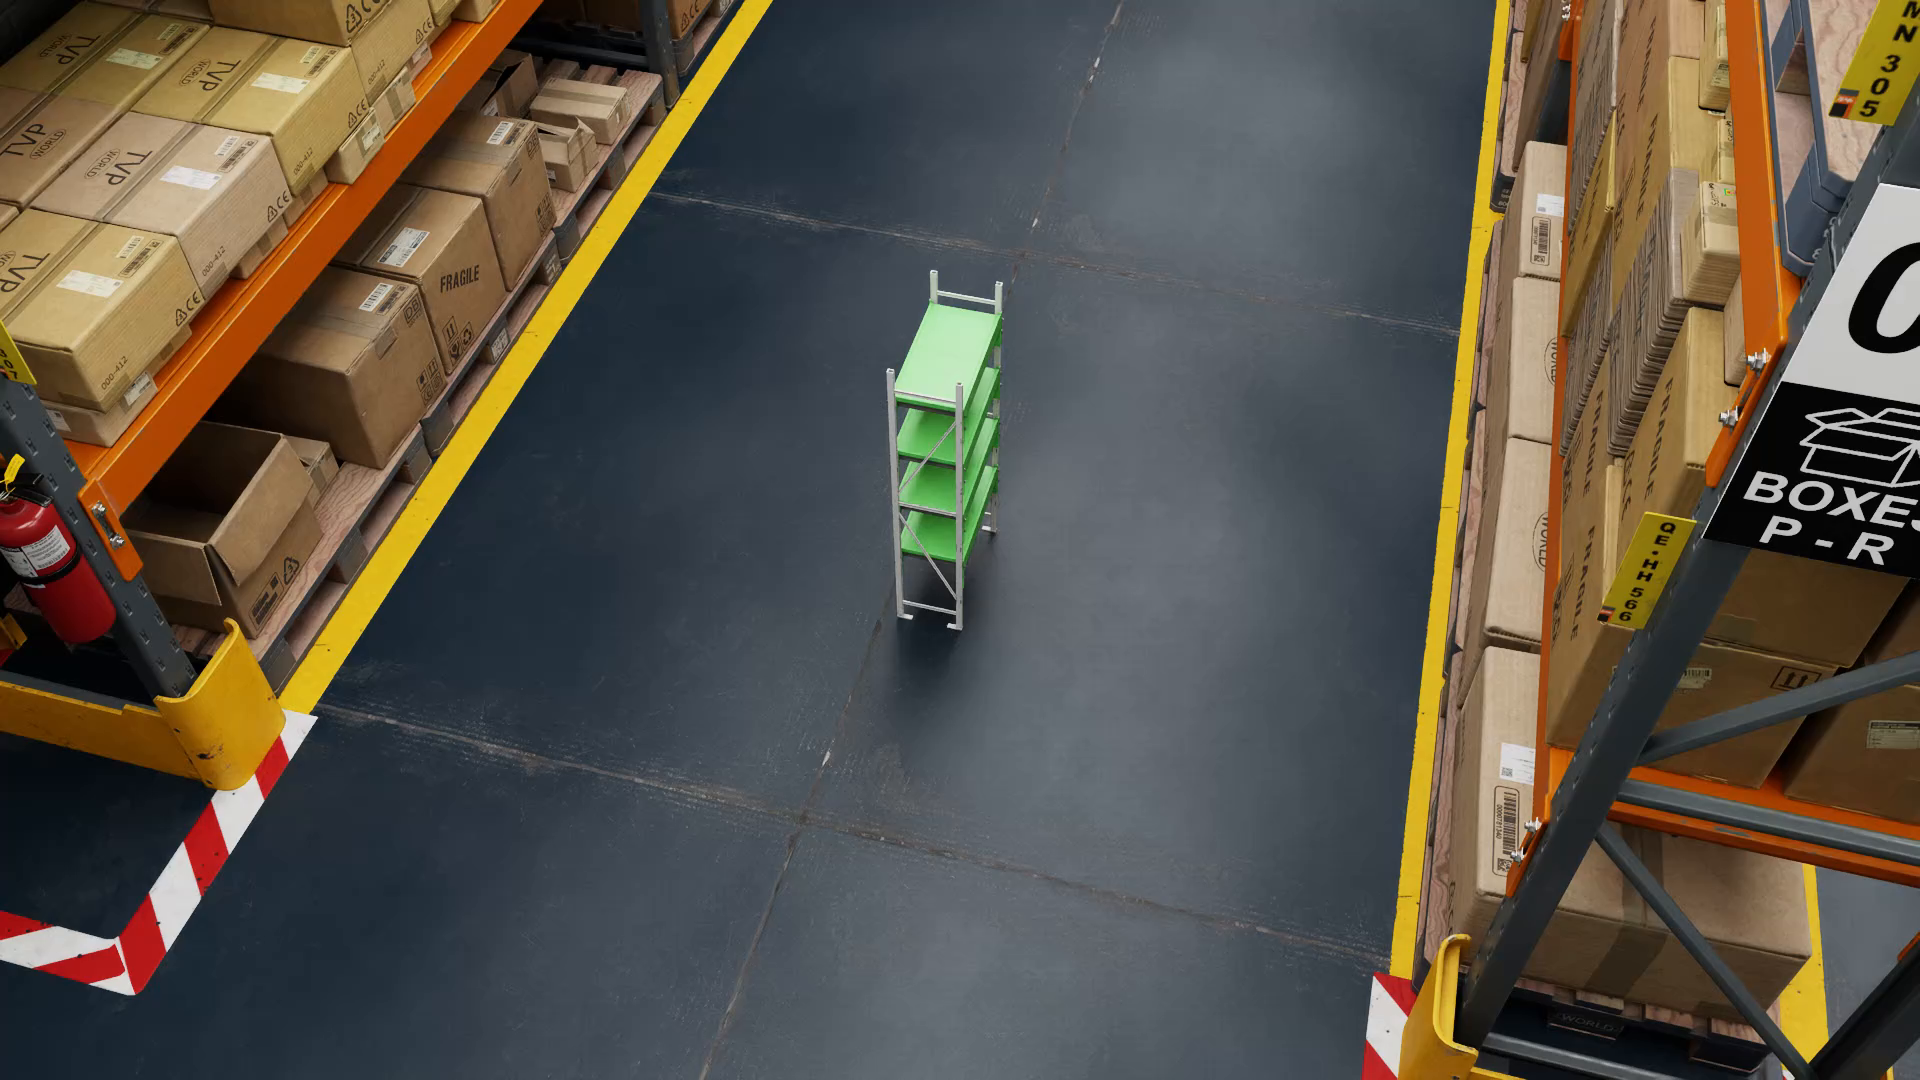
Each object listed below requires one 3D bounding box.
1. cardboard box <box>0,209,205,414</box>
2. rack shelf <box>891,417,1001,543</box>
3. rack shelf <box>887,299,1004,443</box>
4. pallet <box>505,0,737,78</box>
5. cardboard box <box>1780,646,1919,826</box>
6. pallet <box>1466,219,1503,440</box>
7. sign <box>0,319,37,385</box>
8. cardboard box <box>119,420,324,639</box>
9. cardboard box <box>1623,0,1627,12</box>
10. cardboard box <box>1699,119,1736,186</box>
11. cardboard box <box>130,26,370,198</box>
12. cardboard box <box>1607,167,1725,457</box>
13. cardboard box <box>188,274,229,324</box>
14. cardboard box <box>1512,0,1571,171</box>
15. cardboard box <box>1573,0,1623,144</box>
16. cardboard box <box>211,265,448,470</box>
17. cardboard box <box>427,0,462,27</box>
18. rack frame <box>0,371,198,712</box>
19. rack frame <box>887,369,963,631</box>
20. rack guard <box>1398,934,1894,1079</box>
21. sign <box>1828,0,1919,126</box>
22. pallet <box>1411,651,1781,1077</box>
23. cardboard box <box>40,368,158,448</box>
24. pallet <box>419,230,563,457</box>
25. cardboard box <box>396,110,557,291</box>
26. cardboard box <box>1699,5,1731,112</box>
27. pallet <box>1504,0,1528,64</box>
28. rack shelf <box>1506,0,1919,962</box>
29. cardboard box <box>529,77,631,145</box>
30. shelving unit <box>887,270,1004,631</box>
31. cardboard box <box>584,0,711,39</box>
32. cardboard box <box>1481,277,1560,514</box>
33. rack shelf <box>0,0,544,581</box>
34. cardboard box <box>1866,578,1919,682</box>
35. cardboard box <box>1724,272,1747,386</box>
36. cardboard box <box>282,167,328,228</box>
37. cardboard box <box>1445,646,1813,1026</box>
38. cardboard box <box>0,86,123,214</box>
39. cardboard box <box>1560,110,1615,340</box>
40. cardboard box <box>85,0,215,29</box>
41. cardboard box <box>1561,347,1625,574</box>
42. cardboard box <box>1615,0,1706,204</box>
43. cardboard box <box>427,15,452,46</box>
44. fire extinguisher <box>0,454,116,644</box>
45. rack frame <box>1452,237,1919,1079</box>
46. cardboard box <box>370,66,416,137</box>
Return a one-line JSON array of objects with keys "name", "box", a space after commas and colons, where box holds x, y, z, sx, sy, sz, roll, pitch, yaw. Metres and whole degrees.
[{"name": "cardboard box", "box": [-2.545, -0.657, 4.731, 0.500, 0.250, 0.500, 12, 50, 10]}, {"name": "rack shelf", "box": [-0.044, -0.235, 5.742, 0.258, 0.148, 0.480, 12, 50, 10]}, {"name": "rack shelf", "box": [-0.044, -0.553, 5.382, 0.258, 0.148, 0.480, 12, 50, 10]}, {"name": "pallet", "box": [-1.694, -2.900, 8.668, 1.003, 0.211, 1.213, 12, 50, 10]}, {"name": "cardboard box", "box": [2.269, 0.320, 3.900, 0.500, 0.500, 0.500, 11, 50, 10]}, {"name": "pallet", "box": [2.643, -0.792, 6.809, 1.003, 0.211, 1.213, 12, 50, 10]}, {"name": "sign", "box": [-2.400, -0.513, 4.125, 0.100, 0.325, 0.005, 12, 50, 10]}, {"name": "cardboard box", "box": [-2.672, -0.070, 5.696, 0.797, 0.503, 0.637, 10, 49, 9]}, {"name": "cardboard box", "box": [2.421, -1.953, 5.239, 0.500, 0.500, 0.500, 11, 49, 10]}, {"name": "cardboard box", "box": [1.903, -0.800, 3.789, 0.380, 0.149, 0.250, 13, 50, 11]}, {"name": "cardboard box", "box": [-2.282, -1.389, 5.377, 0.500, 0.250, 0.500, 11, 49, 9]}, {"name": "cardboard box", "box": [1.872, -0.500, 3.957, 0.500, 0.500, 0.500, 12, 50, 10]}, {"name": "cardboard box", "box": [-2.515, -0.824, 5.144, 0.380, 0.149, 0.250, 11, 49, 10]}, {"name": "cardboard box", "box": [3.004, -2.150, 7.284, 0.875, 0.875, 0.875, 13, 50, 11]}, {"name": "cardboard box", "box": [2.406, -1.632, 5.623, 0.500, 0.500, 0.500, 12, 50, 10]}, {"name": "cardboard box", "box": [-2.409, -0.680, 6.236, 0.700, 0.500, 0.500, 13, 50, 12]}, {"name": "cardboard box", "box": [-2.031, -2.136, 6.036, 0.500, 0.250, 0.500, 11, 50, 10]}, {"name": "rack frame", "box": [-2.924, -0.333, 4.544, 1.000, 3.000, 0.127, 12, 50, 10]}, {"name": "rack frame", "box": [-0.108, -0.101, 5.539, 0.240, 1.200, 0.015, 12, 50, 10]}, {"name": "rack guard", "box": [1.859, 1.488, 4.603, 1.175, 0.500, 0.348, 12, 50, 10]}, {"name": "sign", "box": [1.346, -0.733, 2.358, 0.100, 0.325, 0.005, 12, 50, 10]}, {"name": "pallet", "box": [2.001, 0.972, 5.251, 1.003, 0.211, 1.213, 12, 50, 10]}, {"name": "cardboard box", "box": [-2.573, -0.434, 4.800, 0.380, 0.149, 0.250, 11, 50, 10]}, {"name": "pallet", "box": [-2.372, -0.922, 6.923, 1.003, 0.211, 1.213, 12, 50, 10]}, {"name": "cardboard box", "box": [-2.136, -1.430, 6.899, 0.700, 0.500, 0.500, 10, 49, 9]}, {"name": "cardboard box", "box": [2.050, -1.168, 4.114, 0.380, 0.149, 0.250, 13, 50, 11]}, {"name": "pallet", "box": [3.368, -2.785, 8.567, 1.003, 0.211, 1.213, 12, 50, 10]}, {"name": "rack shelf", "box": [2.392, -0.565, 5.228, 1.077, 0.370, 4.000, 12, 50, 10]}, {"name": "cardboard box", "box": [-1.734, -1.961, 7.602, 0.380, 0.149, 0.250, 10, 49, 9]}, {"name": "shelving unit", "box": [-0.044, -0.277, 5.694, 0.258, 1.200, 0.503, 12, 50, 10]}, {"name": "cardboard box", "box": [-1.527, -2.844, 8.146, 0.500, 0.500, 0.500, 14, 50, 12]}, {"name": "cardboard box", "box": [2.415, -0.460, 6.084, 0.875, 0.438, 0.875, 10, 49, 9]}, {"name": "rack shelf", "box": [-2.398, -1.542, 6.090, 1.077, 0.370, 4.000, 12, 50, 10]}, {"name": "cardboard box", "box": [2.267, -0.011, 3.526, 0.500, 0.500, 0.500, 11, 49, 9]}, {"name": "cardboard box", "box": [1.811, -0.423, 3.456, 0.380, 0.149, 0.250, 12, 50, 11]}, {"name": "cardboard box", "box": [-2.325, -1.188, 5.465, 0.380, 0.149, 0.250, 12, 50, 11]}, {"name": "cardboard box", "box": [1.943, 0.855, 4.923, 0.875, 0.438, 0.875, 10, 49, 9]}, {"name": "cardboard box", "box": [-2.922, -1.140, 5.157, 0.500, 0.250, 0.500, 12, 50, 10]}, {"name": "cardboard box", "box": [2.133, -0.901, 4.978, 0.500, 0.500, 0.500, 13, 50, 11]}, {"name": "cardboard box", "box": [-2.649, -1.875, 5.806, 0.500, 0.250, 0.500, 11, 50, 10]}, {"name": "cardboard box", "box": [1.884, -0.151, 4.316, 0.500, 0.500, 0.500, 11, 49, 9]}, {"name": "cardboard box", "box": [2.140, -1.220, 4.593, 0.500, 0.500, 0.500, 11, 50, 10]}, {"name": "cardboard box", "box": [-2.115, -1.938, 6.128, 0.380, 0.149, 0.250, 12, 50, 11]}, {"name": "fire extinguisher", "box": [-2.517, 0.013, 4.538, 0.296, 0.674, 0.183, 12, 50, 10]}, {"name": "rack frame", "box": [1.866, 0.643, 3.681, 1.000, 3.000, 0.127, 12, 50, 10]}, {"name": "cardboard box", "box": [-2.136, -1.550, 5.785, 0.380, 0.149, 0.250, 13, 50, 11]}]
